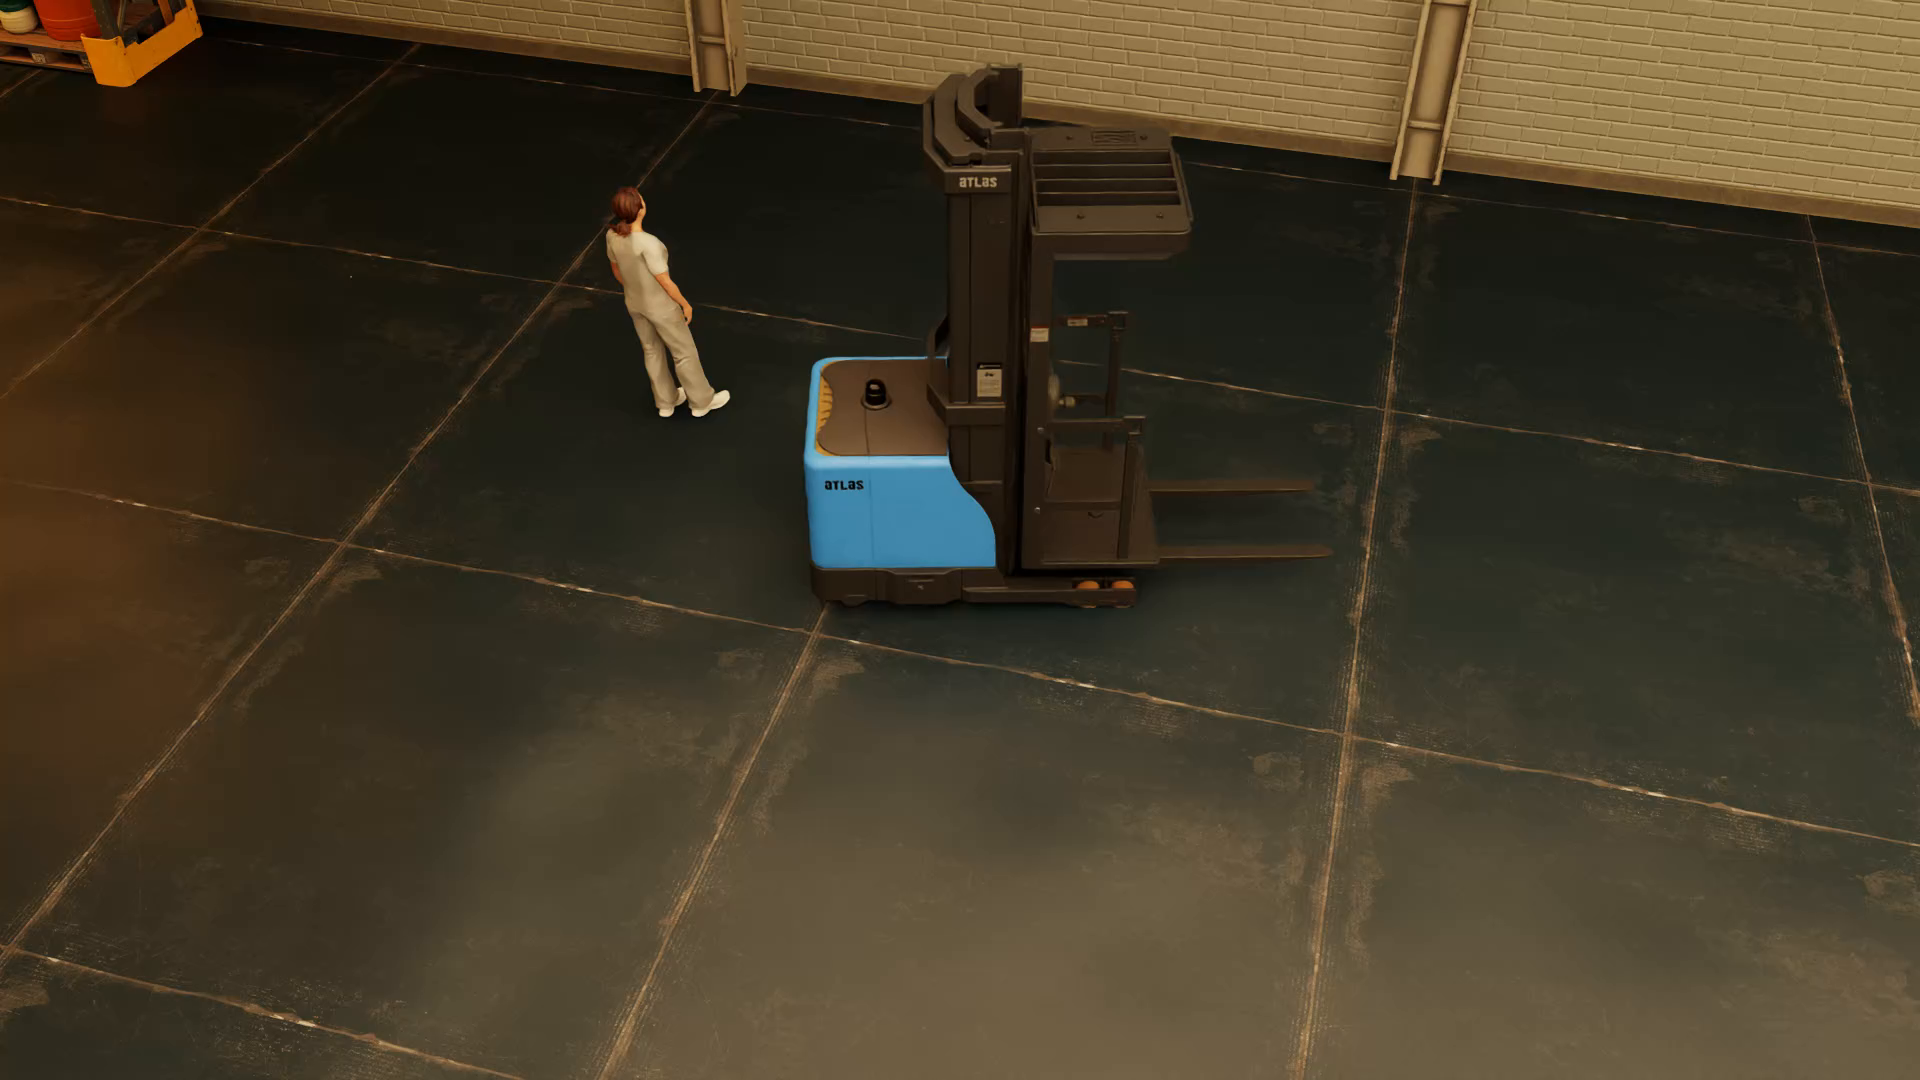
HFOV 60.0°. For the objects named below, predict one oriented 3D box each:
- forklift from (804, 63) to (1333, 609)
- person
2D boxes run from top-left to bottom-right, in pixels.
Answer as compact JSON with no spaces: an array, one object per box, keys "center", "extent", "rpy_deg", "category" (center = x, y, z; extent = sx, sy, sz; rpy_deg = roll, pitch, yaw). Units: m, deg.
[{"center":[0.648,-1.057,9.067],"extent":[3.031,2.935,1.130],"rpy_deg":[-1,41,-1],"category":"forklift"},{"center":[-1.896,-1.522,10.540],"extent":[0.544,1.675,0.550],"rpy_deg":[23,46,24],"category":"person"}]
